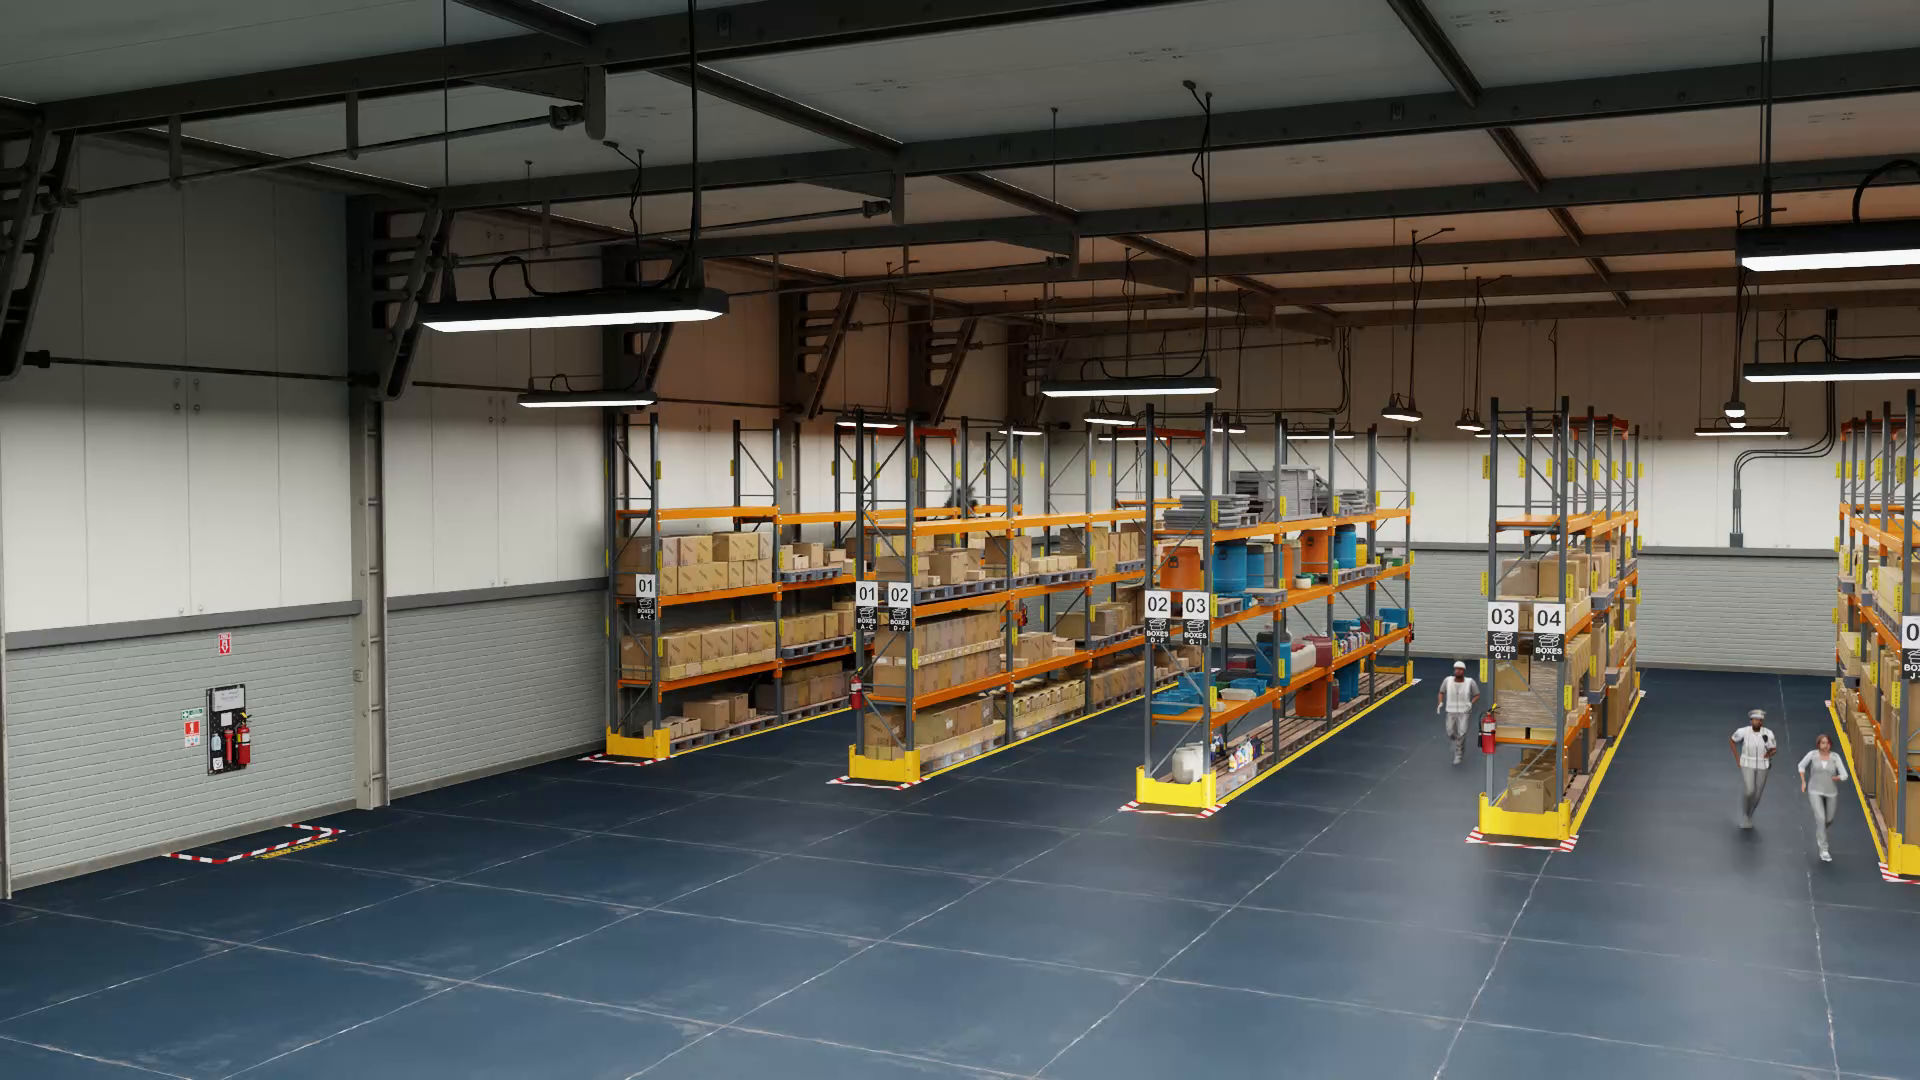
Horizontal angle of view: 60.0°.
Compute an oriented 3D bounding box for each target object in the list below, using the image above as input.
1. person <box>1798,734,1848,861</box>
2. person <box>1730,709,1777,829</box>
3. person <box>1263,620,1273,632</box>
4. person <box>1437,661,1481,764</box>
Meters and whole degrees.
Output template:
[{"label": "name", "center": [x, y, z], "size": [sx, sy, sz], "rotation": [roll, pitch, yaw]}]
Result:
[{"label": "person", "center": [11.130, 3.278, 21.457], "size": [0.541, 1.580, 0.858], "rotation": [1, 3, 18]}, {"label": "person", "center": [11.085, 3.186, 23.203], "size": [0.564, 1.683, 0.713], "rotation": [0, 2, 12]}, {"label": "person", "center": [6.618, 2.627, 35.687], "size": [0.642, 1.854, 0.817], "rotation": [1, 3, 29]}, {"label": "person", "center": [8.539, 2.949, 28.470], "size": [0.699, 1.744, 0.596], "rotation": [1, 3, 23]}]
